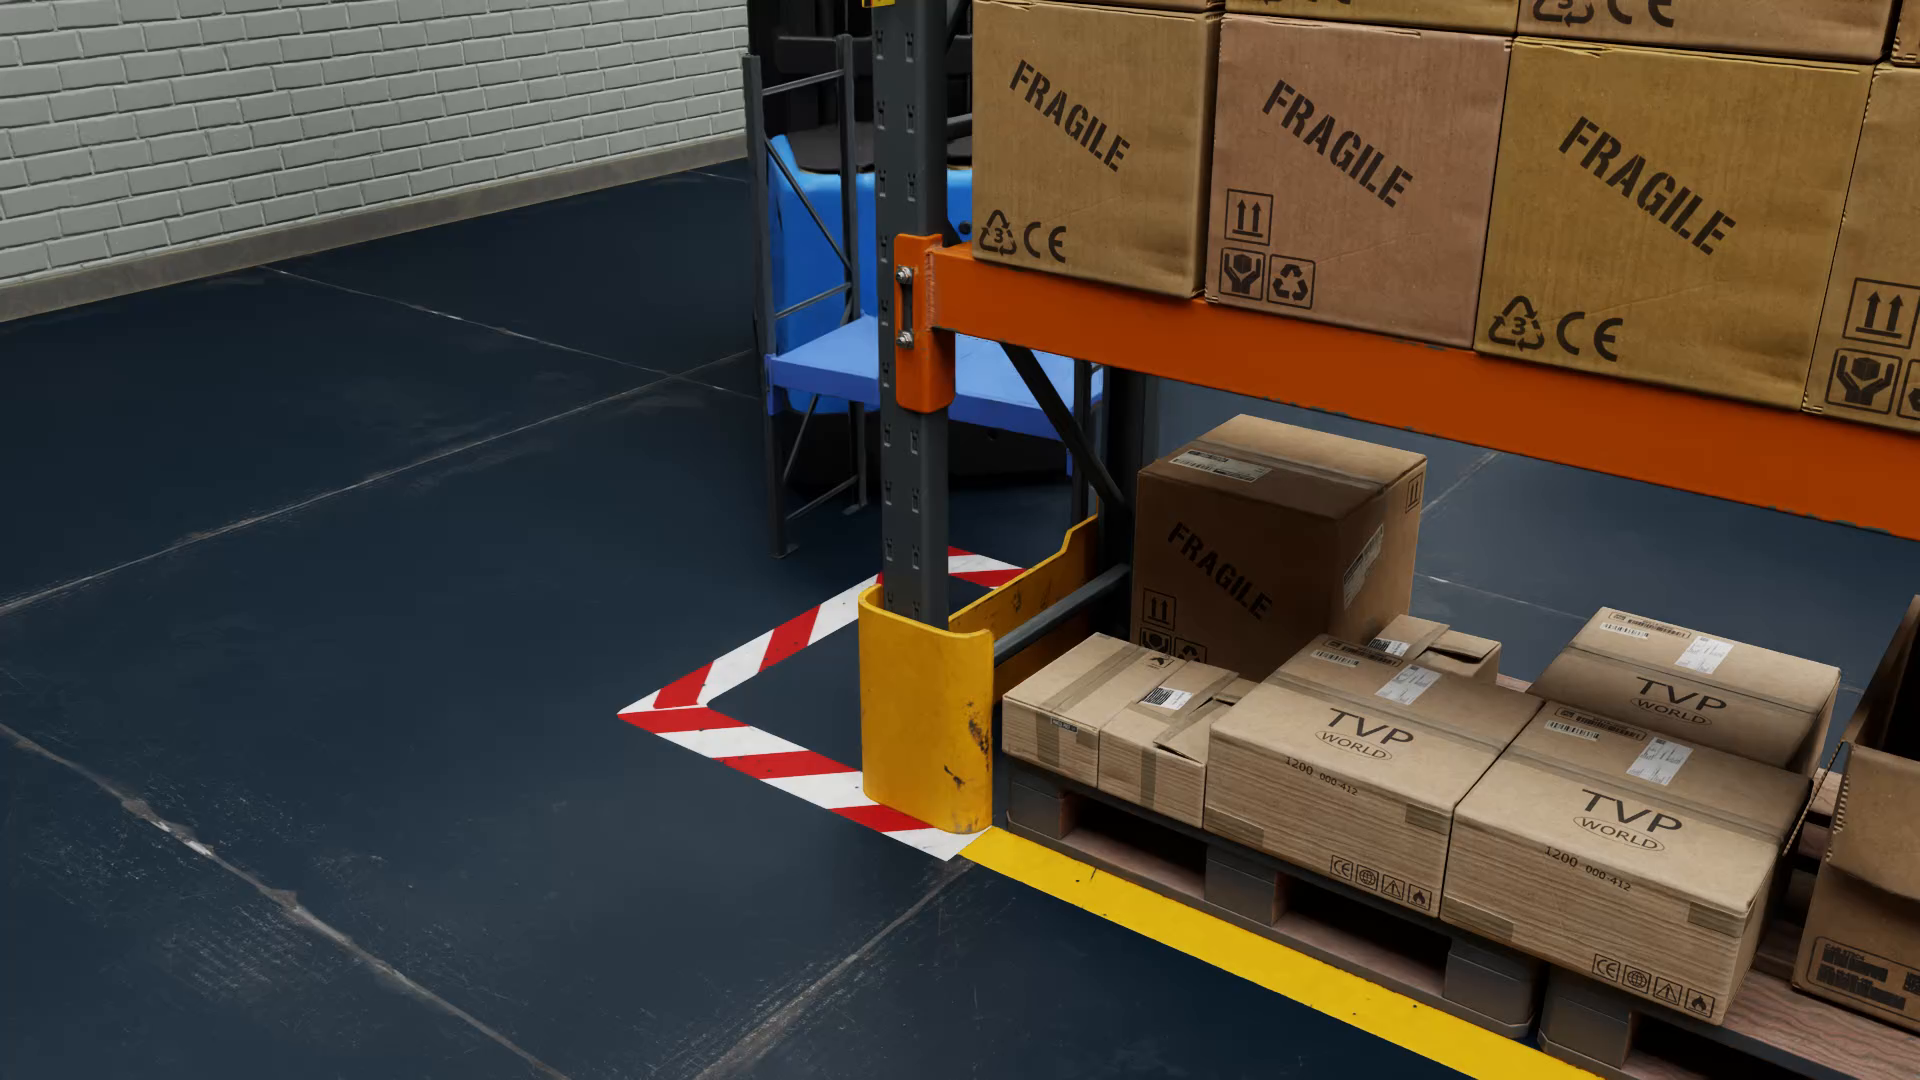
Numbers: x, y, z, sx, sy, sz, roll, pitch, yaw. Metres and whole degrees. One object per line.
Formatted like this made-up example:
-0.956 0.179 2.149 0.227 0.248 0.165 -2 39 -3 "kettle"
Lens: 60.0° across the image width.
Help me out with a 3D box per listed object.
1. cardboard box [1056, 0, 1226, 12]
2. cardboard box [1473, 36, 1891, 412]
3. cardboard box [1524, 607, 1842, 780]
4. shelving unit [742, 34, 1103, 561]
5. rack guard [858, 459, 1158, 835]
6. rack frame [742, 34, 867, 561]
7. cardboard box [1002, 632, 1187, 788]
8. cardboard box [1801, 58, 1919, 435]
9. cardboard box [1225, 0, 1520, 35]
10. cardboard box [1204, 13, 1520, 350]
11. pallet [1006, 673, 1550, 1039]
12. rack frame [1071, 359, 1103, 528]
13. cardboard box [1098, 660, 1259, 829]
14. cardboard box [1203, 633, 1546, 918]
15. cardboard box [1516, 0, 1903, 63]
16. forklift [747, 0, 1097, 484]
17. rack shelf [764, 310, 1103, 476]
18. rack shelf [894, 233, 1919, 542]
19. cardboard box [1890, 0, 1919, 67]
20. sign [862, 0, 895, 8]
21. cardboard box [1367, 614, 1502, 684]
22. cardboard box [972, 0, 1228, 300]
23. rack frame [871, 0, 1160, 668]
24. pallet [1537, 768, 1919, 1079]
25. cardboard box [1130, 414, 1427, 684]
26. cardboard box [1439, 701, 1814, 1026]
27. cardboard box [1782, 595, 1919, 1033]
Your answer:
0.370 -1.258 3.020 0.500 0.500 0.500 18 29 35 "cardboard box"
1.186 -0.555 2.665 0.500 0.500 0.500 17 29 33 "cardboard box"
1.498 0.402 3.483 0.500 0.250 0.500 17 29 33 "cardboard box"
-0.007 -0.611 4.767 1.048 1.500 0.538 13 28 27 "shelving unit"
0.233 0.215 4.141 0.348 0.500 1.175 17 29 33 "rack guard"
-0.449 -0.712 4.998 0.032 1.500 0.500 13 28 27 "rack frame"
0.302 0.369 3.683 0.250 0.149 0.380 17 29 33 "cardboard box"
1.585 -0.433 2.389 0.500 0.500 0.500 17 29 34 "cardboard box"
0.793 -1.134 2.739 0.500 0.500 0.500 17 29 34 "cardboard box"
0.786 -0.677 2.943 0.500 0.500 0.500 16 29 33 "cardboard box"
0.872 0.540 3.762 1.213 0.211 1.003 17 29 33 "pallet"
0.434 -0.509 4.537 0.032 1.500 0.500 13 28 27 "rack frame"
0.502 0.421 3.543 0.250 0.166 0.380 17 29 33 "cardboard box"
0.838 0.454 3.364 0.500 0.250 0.500 17 29 33 "cardboard box"
1.190 -1.011 2.461 0.500 0.500 0.500 17 29 34 "cardboard box"
-0.281 -2.091 6.360 1.130 2.935 3.031 -4 24 -8 "forklift"
-0.006 -0.447 4.842 1.000 0.185 0.538 13 28 27 "rack shelf"
1.773 -0.134 2.726 4.000 0.370 1.077 17 29 33 "rack shelf"
1.597 -0.889 2.183 0.500 0.500 0.500 17 29 33 "cardboard box"
-0.153 -1.168 3.107 0.005 0.325 0.100 17 29 33 "sign"
1.026 0.327 3.755 0.250 0.166 0.380 17 29 33 "cardboard box"
0.370 -0.800 3.222 0.500 0.500 0.500 18 29 34 "cardboard box"
0.173 -0.947 3.679 0.127 3.000 1.000 17 29 33 "rack frame"
1.844 0.835 3.092 1.213 0.211 1.003 17 29 33 "pallet"
0.756 0.048 3.976 0.500 0.500 0.500 17 29 33 "cardboard box"
1.238 0.575 3.089 0.500 0.250 0.500 17 29 33 "cardboard box"
1.867 0.509 2.925 0.637 0.503 0.797 17 29 33 "cardboard box"
